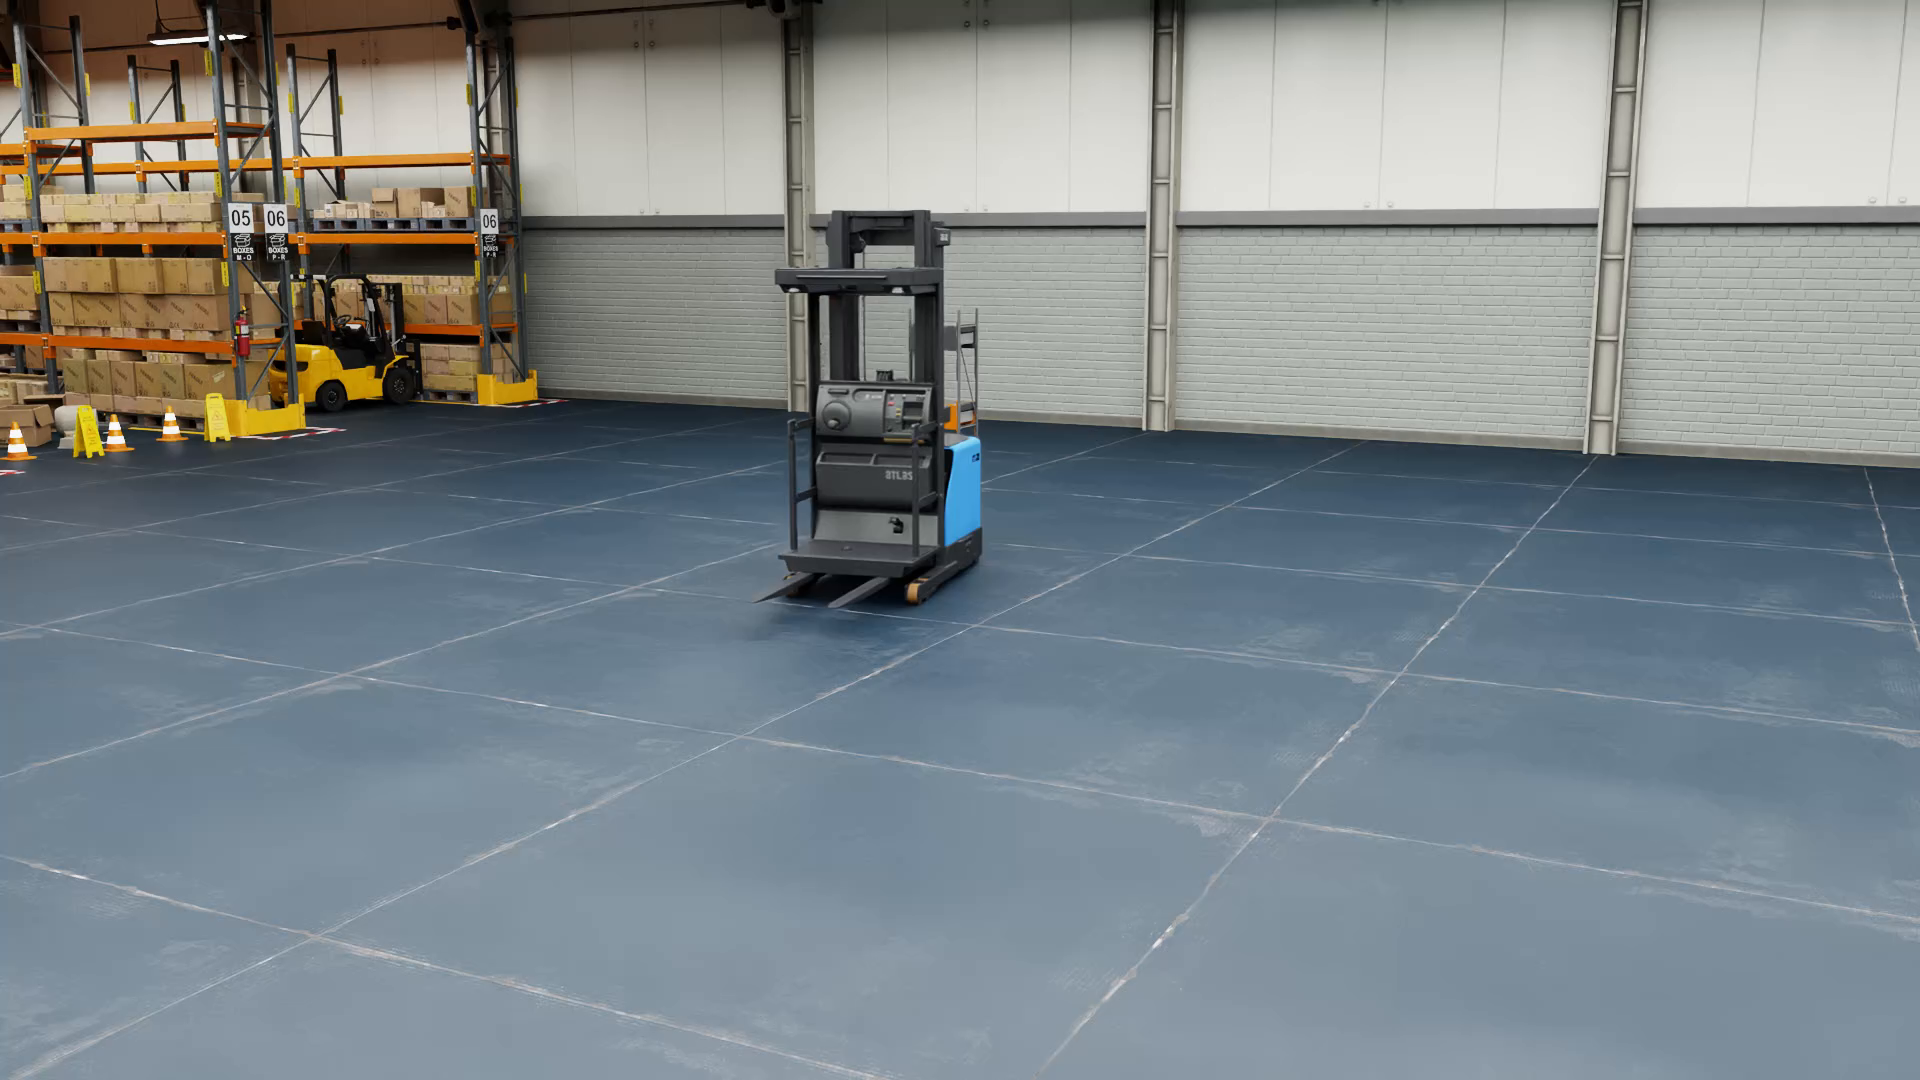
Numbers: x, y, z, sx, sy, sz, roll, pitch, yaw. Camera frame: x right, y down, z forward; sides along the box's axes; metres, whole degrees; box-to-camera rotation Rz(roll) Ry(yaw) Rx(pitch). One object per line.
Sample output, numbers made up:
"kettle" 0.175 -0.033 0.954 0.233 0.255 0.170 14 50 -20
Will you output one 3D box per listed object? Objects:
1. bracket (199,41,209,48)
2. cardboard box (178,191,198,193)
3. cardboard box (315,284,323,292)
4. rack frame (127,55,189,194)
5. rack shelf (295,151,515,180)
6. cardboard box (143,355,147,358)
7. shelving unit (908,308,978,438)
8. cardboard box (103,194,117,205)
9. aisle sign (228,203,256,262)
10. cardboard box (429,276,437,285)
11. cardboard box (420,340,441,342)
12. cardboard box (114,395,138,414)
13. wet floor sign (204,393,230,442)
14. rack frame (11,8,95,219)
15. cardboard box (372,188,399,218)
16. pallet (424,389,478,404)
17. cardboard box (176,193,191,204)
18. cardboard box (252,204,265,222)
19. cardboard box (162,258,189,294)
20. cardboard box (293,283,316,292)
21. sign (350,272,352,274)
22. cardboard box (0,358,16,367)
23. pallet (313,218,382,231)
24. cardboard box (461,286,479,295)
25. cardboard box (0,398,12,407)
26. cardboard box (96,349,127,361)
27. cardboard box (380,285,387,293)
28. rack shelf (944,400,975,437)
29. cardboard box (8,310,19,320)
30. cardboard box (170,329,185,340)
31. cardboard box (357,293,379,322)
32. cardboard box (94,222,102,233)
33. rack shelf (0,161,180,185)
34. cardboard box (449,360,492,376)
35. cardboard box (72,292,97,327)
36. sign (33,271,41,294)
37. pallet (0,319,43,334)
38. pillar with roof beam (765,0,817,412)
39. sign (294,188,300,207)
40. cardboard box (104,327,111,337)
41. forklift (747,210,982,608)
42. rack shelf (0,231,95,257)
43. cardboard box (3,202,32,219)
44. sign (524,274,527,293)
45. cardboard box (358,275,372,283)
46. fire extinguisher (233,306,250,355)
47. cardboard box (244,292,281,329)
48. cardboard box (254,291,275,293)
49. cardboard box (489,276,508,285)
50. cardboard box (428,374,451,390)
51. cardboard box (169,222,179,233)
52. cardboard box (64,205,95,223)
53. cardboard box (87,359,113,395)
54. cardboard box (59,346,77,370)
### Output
"bracket" -13.802 -9.188 30.622 0.430 0.232 0.235 5 11 26
"cardboard box" -13.802 -6.109 30.397 0.500 0.500 0.700 5 11 25
"cardboard box" -11.084 -4.434 29.203 0.250 0.149 0.380 5 11 25
"rack frame" -14.841 -7.400 30.847 0.127 3.000 1.000 5 11 26
"rack shelf" -9.460 -6.376 28.335 4.000 0.370 1.077 5 11 26
"cardboard box" -12.340 -2.518 25.158 0.500 0.500 0.500 5 12 27
"shelving unit" -0.148 -1.046 15.115 0.503 2.100 0.431 5 11 26
"cardboard box" -12.116 -4.913 23.999 0.250 0.149 0.380 5 11 25
"aisle sign" -9.932 -4.252 23.002 0.004 0.787 0.394 5 11 26
"cardboard box" -8.753 -4.389 28.119 0.250 0.149 0.380 5 11 26
"cardboard box" -9.364 -3.352 29.064 0.500 0.250 0.500 5 11 25
"cardboard box" -12.076 -2.022 24.519 0.500 0.250 0.500 5 11 25
"wet floor sign" -10.162 -1.680 22.699 0.267 0.644 0.232 -10 14 -43
"rack frame" -13.447 -6.291 24.724 0.127 3.000 1.000 5 11 26
"cardboard box" -9.553 -5.745 28.376 0.637 0.503 0.797 5 12 28
"pallet" -8.371 -2.499 28.443 1.213 0.211 1.003 5 11 26
"cardboard box" -10.745 -4.792 23.329 0.250 0.149 0.380 5 11 25
"cardboard box" -10.192 -4.655 23.690 0.500 0.250 0.500 5 11 25
"cardboard box" -10.865 -3.758 23.649 0.500 0.500 0.700 5 11 26
"cardboard box" -11.658 -4.492 29.526 0.250 0.149 0.380 5 12 28
"sign" -11.009 -4.686 30.046 0.005 0.325 0.100 5 11 26
"cardboard box" -19.057 -3.564 33.323 0.250 0.149 0.380 5 11 24
"pallet" -10.477 -5.502 29.032 1.213 0.211 1.003 5 11 26
"cardboard box" -8.101 -4.168 27.736 0.250 0.149 0.380 5 11 27
"cardboard box" -13.397 -1.669 22.657 0.503 0.637 0.797 5 11 26
"cardboard box" -12.490 -2.732 24.517 0.250 0.149 0.380 6 12 28
"cardboard box" -9.706 -4.309 28.512 0.250 0.149 0.380 5 11 25
"rack shelf" -0.148 -1.033 15.118 0.480 0.518 0.431 5 11 26
"cardboard box" -14.259 -3.442 25.354 0.250 0.149 0.380 5 11 24
"cardboard box" -11.030 -2.937 23.741 0.250 0.149 0.380 5 12 27
"cardboard box" -10.042 -4.027 28.776 0.500 0.500 0.500 5 11 25
"cardboard box" -12.353 -4.548 24.217 0.250 0.149 0.380 5 11 24
"rack shelf" -16.634 -7.006 31.818 4.000 0.370 1.077 5 11 26
"cardboard box" -8.241 -2.905 27.998 0.500 0.250 0.500 5 11 25
"cardboard box" -12.715 -3.420 24.587 0.500 0.500 0.500 5 11 26
"sign" -13.689 -3.820 24.664 0.005 0.325 0.100 5 11 26
"pallet" -14.068 -3.328 25.737 1.213 0.211 1.003 5 11 26
"pillar with roof beam" -4.416 -5.808 22.051 0.548 9.000 9.100 5 11 26
"sign" -11.485 -5.930 28.816 0.005 0.325 0.100 5 11 26
"cardboard box" -12.345 -3.071 24.481 0.250 0.149 0.380 5 11 26
"forklift" -0.729 -1.034 12.713 1.130 2.935 3.031 3 11 17
"rack shelf" -15.240 -4.619 25.926 4.000 0.370 1.077 5 11 26
"cardboard box" -14.034 -4.971 25.094 0.500 0.250 0.500 5 11 25
"sign" -7.415 -4.370 28.302 0.005 0.325 0.100 5 11 26
"cardboard box" -10.162 -4.497 28.717 0.250 0.149 0.380 5 11 25
"fire extinguisher" -9.961 -2.903 23.067 0.183 0.674 0.296 5 11 26
"cardboard box" -10.161 -3.301 23.932 0.500 0.500 0.500 5 11 25
"cardboard box" -12.272 -4.342 29.815 0.500 0.250 0.500 5 11 24
"cardboard box" -7.873 -4.392 28.140 0.250 0.149 0.380 5 11 25
"cardboard box" -8.669 -2.698 28.257 0.500 0.250 0.500 5 11 26
"cardboard box" -10.962 -4.431 23.575 0.250 0.149 0.380 5 11 26
"cardboard box" -12.706 -4.770 24.328 0.500 0.250 0.500 5 11 25
"cardboard box" -12.552 -2.432 24.681 0.500 0.500 0.500 6 12 28
"cardboard box" -17.166 -3.585 32.455 0.500 0.500 0.500 5 11 24
